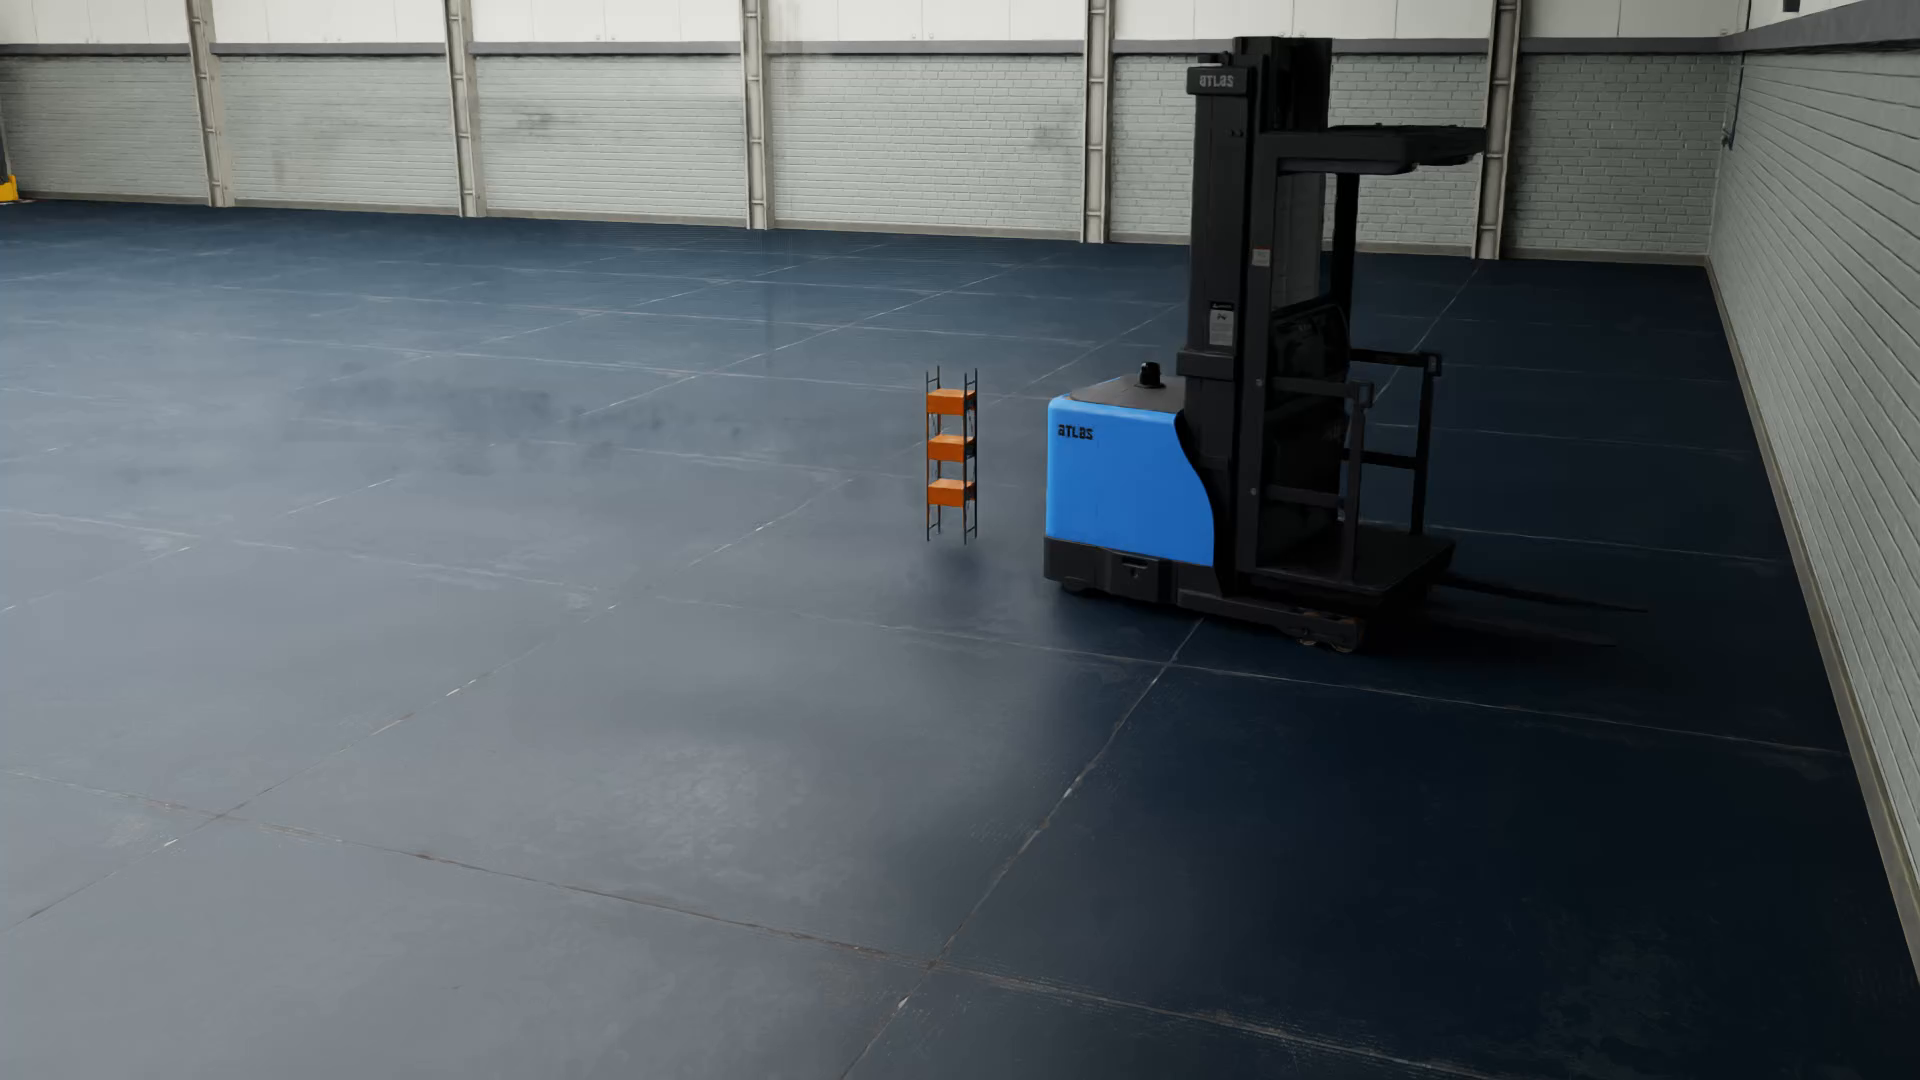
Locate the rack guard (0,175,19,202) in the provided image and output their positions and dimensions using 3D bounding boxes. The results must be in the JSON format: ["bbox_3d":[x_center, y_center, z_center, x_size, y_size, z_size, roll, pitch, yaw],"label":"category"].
[{"bbox_3d":[-19.835,-7.149,33.904,0.348,0.500,1.175,6,17,21],"label":"rack guard"}]

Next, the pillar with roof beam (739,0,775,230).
[{"bbox_3d":[-5.010,-8.581,23.589,0.400,9.000,9.100,6,17,21],"label":"pillar with roof beam"}]

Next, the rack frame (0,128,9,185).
[{"bbox_3d":[-19.858,-8.352,33.564,0.127,3.000,1.000,6,17,21],"label":"rack frame"}]

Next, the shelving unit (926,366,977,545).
[{"bbox_3d":[-0.050,-0.510,10.046,0.252,1.050,0.215,6,17,21],"label":"shelving unit"}]

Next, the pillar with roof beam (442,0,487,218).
[{"bbox_3d":[-10.591,-9.194,25.704,0.400,9.000,9.100,6,17,21],"label":"pillar with roof beam"}]

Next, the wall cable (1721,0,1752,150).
[{"bbox_3d":[9.988,-6.334,21.420,0.112,2.526,3.097,6,17,21],"label":"wall cable"}]

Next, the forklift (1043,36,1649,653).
[{"bbox_3d":[1.966,-1.017,8.420,3.031,2.935,1.130,11,19,33],"label":"forklift"}]

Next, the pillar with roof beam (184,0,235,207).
[{"bbox_3d":[-16.173,-9.808,27.818,0.400,9.000,9.100,6,17,21],"label":"pillar with roof beam"}]

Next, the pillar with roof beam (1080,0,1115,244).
[{"bbox_3d":[0.572,-7.967,21.475,0.400,9.000,9.100,6,17,21],"label":"pillar with roof beam"}]

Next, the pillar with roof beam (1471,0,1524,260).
[{"bbox_3d":[6.153,-7.353,19.361,0.400,9.000,9.100,6,17,21],"label":"pillar with roof beam"}]

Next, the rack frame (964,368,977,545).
[{"bbox_3d":[0.064,-0.497,10.003,0.008,1.050,0.200,6,17,21],"label":"rack frame"}]

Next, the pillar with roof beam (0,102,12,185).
[{"bbox_3d":[-21.754,-10.422,29.932,0.400,9.000,9.100,6,17,21],"label":"pillar with roof beam"}]

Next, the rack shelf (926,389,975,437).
[{"bbox_3d":[-0.050,-0.772,9.970,0.240,0.259,0.215,6,17,21],"label":"rack shelf"}]

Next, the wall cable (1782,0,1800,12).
[{"bbox_3d":[6.490,-6.998,12.038,0.169,6.003,2.305,6,17,21],"label":"wall cable"}]

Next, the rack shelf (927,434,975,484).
[{"bbox_3d":[-0.050,-0.499,10.049,0.240,0.259,0.215,6,17,21],"label":"rack shelf"}]

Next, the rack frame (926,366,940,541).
[{"bbox_3d":[-0.163,-0.522,10.089,0.008,1.050,0.200,6,17,21],"label":"rack frame"}]

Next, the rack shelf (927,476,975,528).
[{"bbox_3d":[-0.050,-0.233,10.127,0.240,0.259,0.215,6,17,21],"label":"rack shelf"}]
